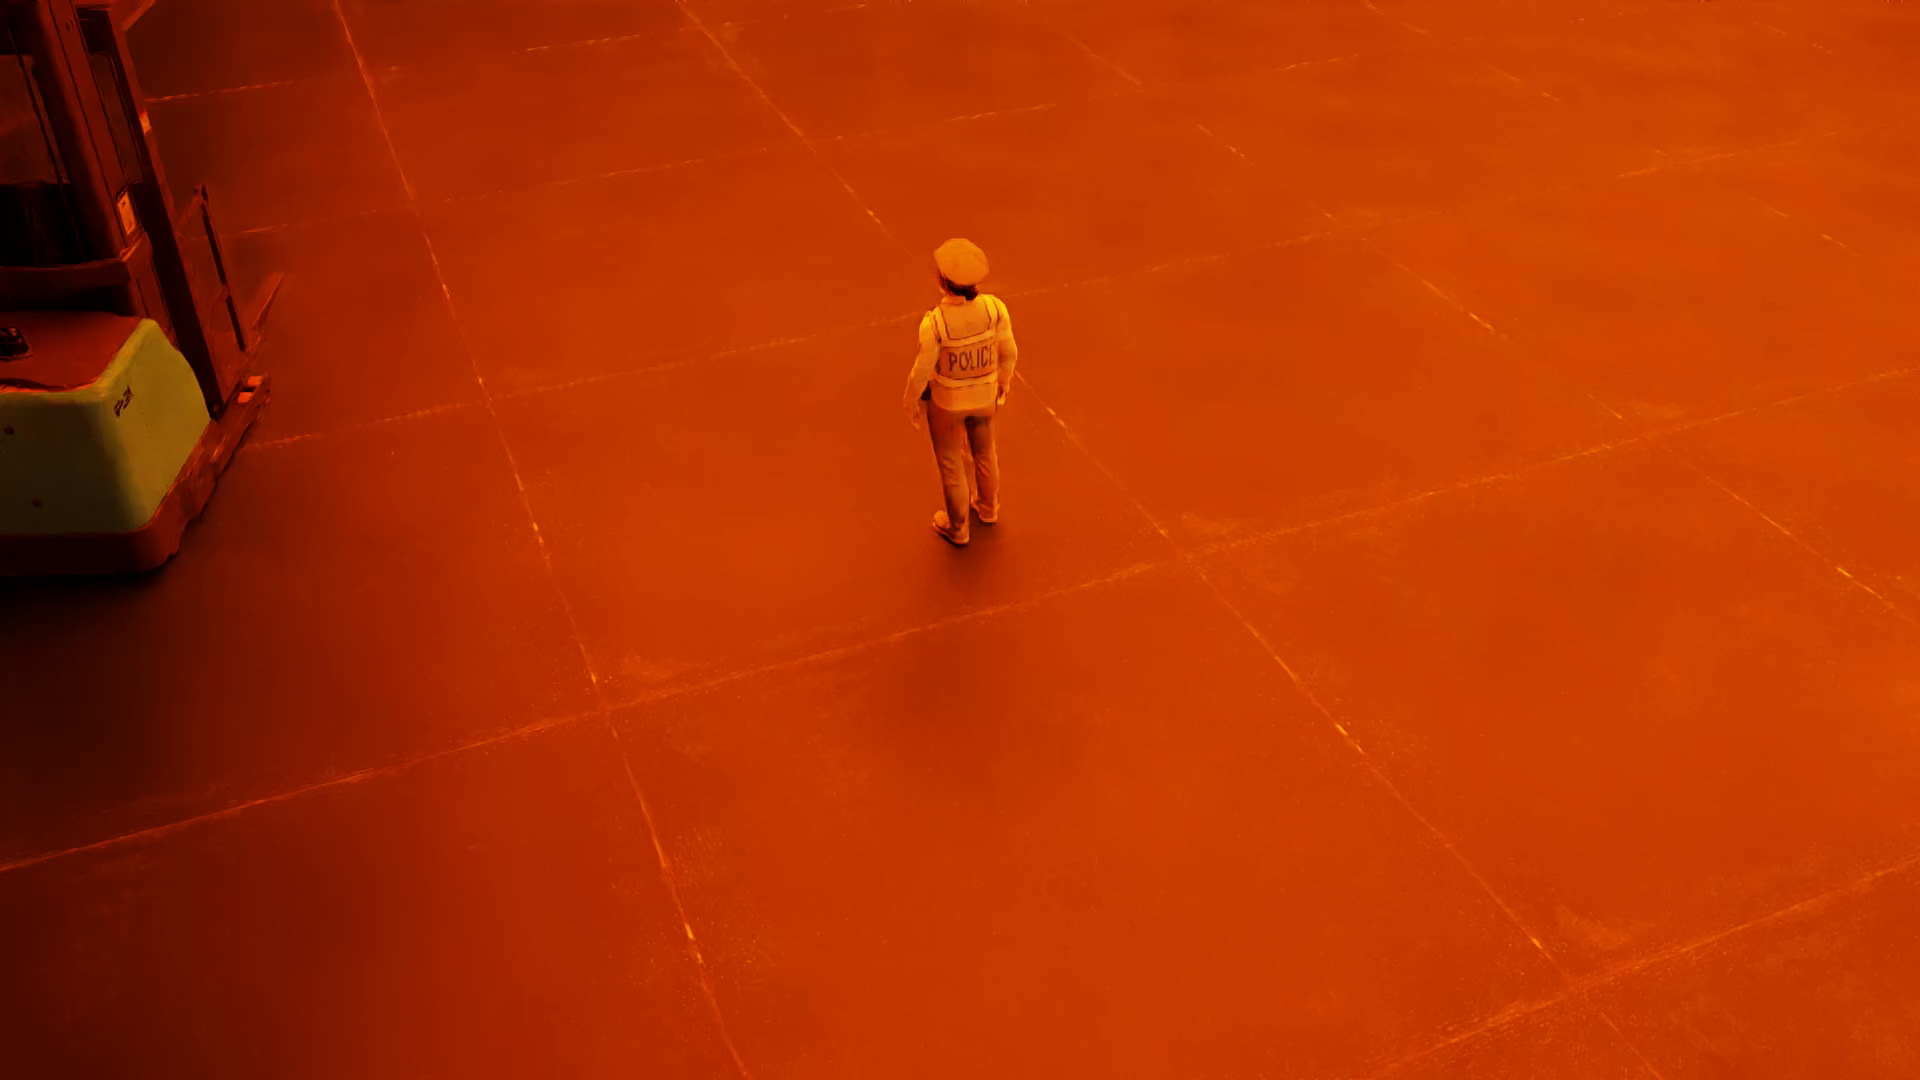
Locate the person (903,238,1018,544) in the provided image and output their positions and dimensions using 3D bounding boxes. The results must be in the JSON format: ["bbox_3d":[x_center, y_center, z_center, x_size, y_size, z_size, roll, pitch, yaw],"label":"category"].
[{"bbox_3d":[-0.020,-0.735,8.185,0.586,1.695,0.533,-14,38,-19],"label":"person"}]

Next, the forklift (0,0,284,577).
[{"bbox_3d":[-4.591,-1.837,8.682,1.130,2.935,3.031,-2,35,-2],"label":"forklift"}]
